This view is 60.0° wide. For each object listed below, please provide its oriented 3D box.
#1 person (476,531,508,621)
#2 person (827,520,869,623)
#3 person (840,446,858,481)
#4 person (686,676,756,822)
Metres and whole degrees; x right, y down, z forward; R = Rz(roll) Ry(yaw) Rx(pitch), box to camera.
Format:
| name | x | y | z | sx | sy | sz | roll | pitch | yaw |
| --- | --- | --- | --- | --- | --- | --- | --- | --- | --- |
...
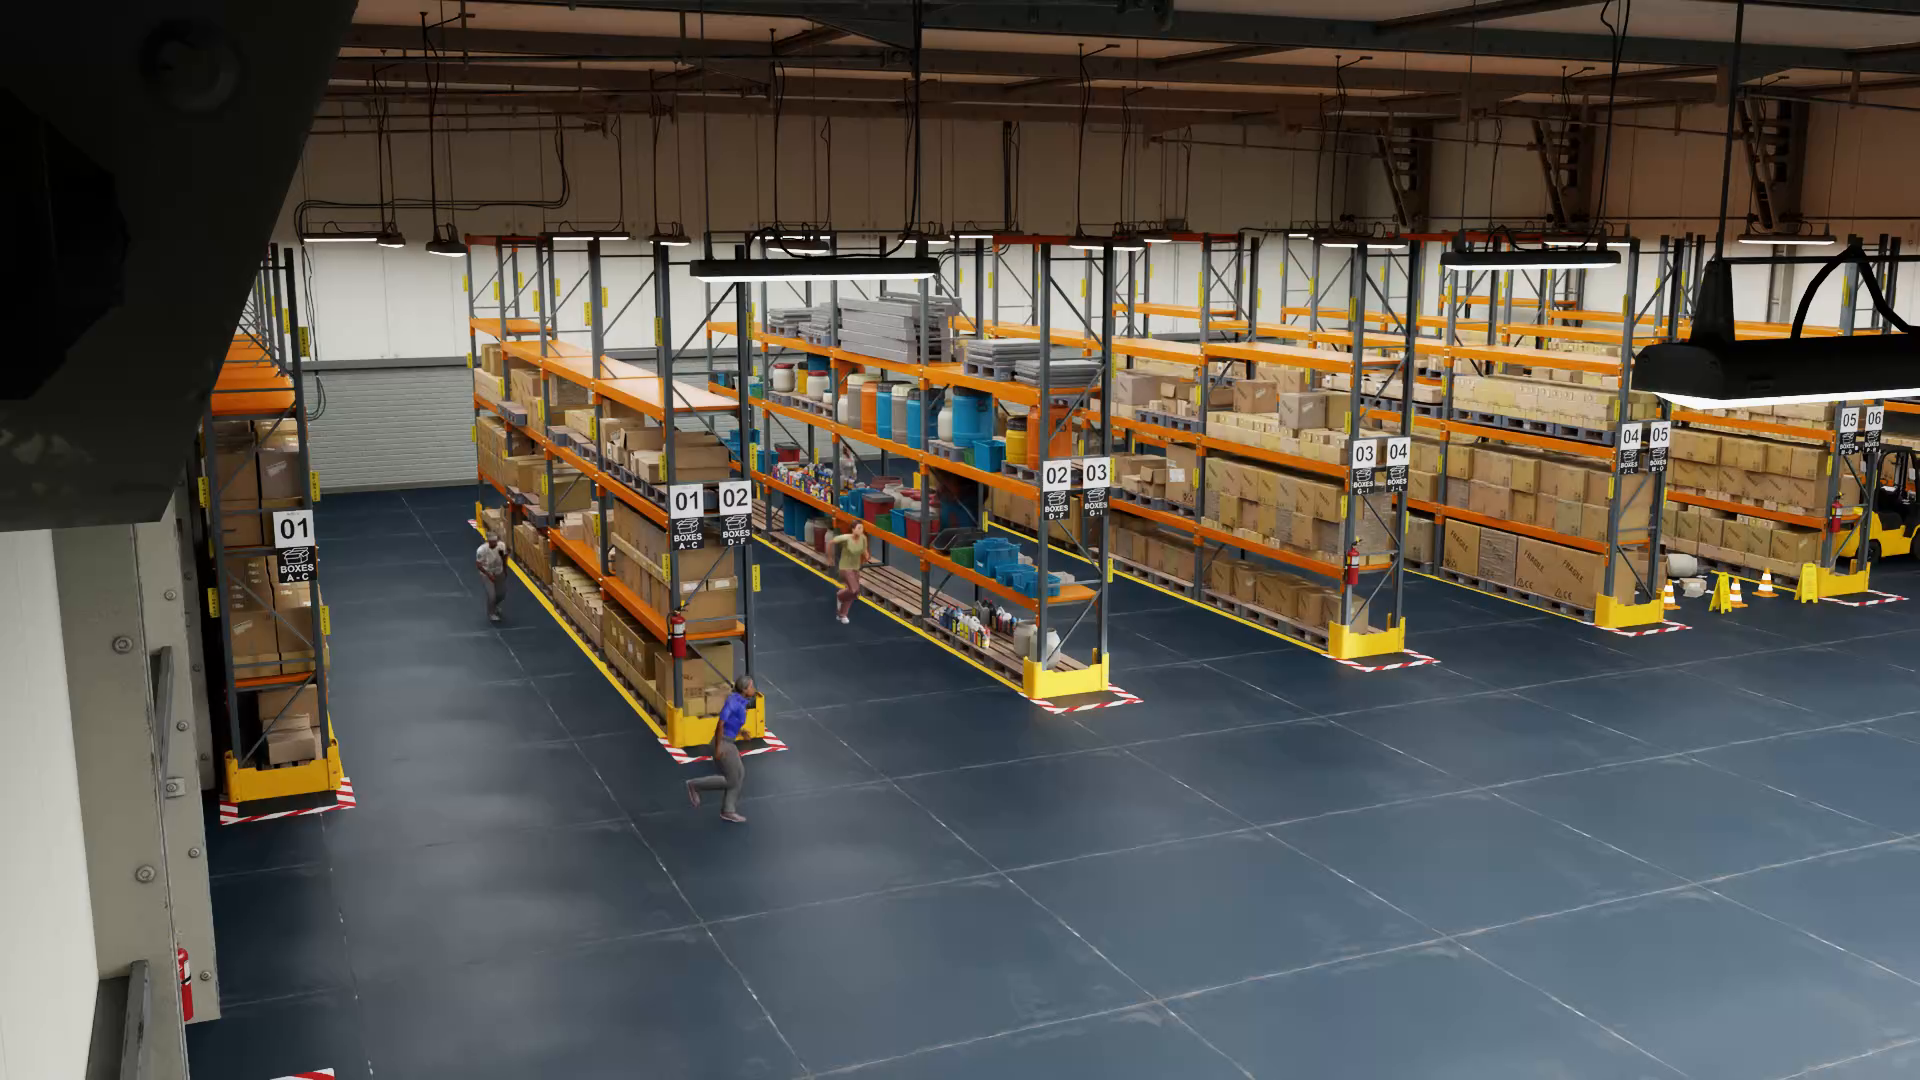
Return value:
| name | x | y | z | sx | sy | sz | roll | pitch | yaw |
| --- | --- | --- | --- | --- | --- | --- | --- | --- | --- |
| person | -7.420 | 0.545 | 26.377 | 0.575 | 1.502 | 0.851 | -9 | 14 | -39 |
| person | -1.635 | 0.476 | 24.994 | 0.580 | 1.610 | 0.675 | -9 | 14 | -40 |
| person | -2.458 | -1.259 | 35.664 | 0.521 | 1.523 | 0.582 | -9 | 14 | -38 |
| person | -2.527 | 2.221 | 17.655 | 0.745 | 1.597 | 0.576 | -1 | 11 | -7 |
